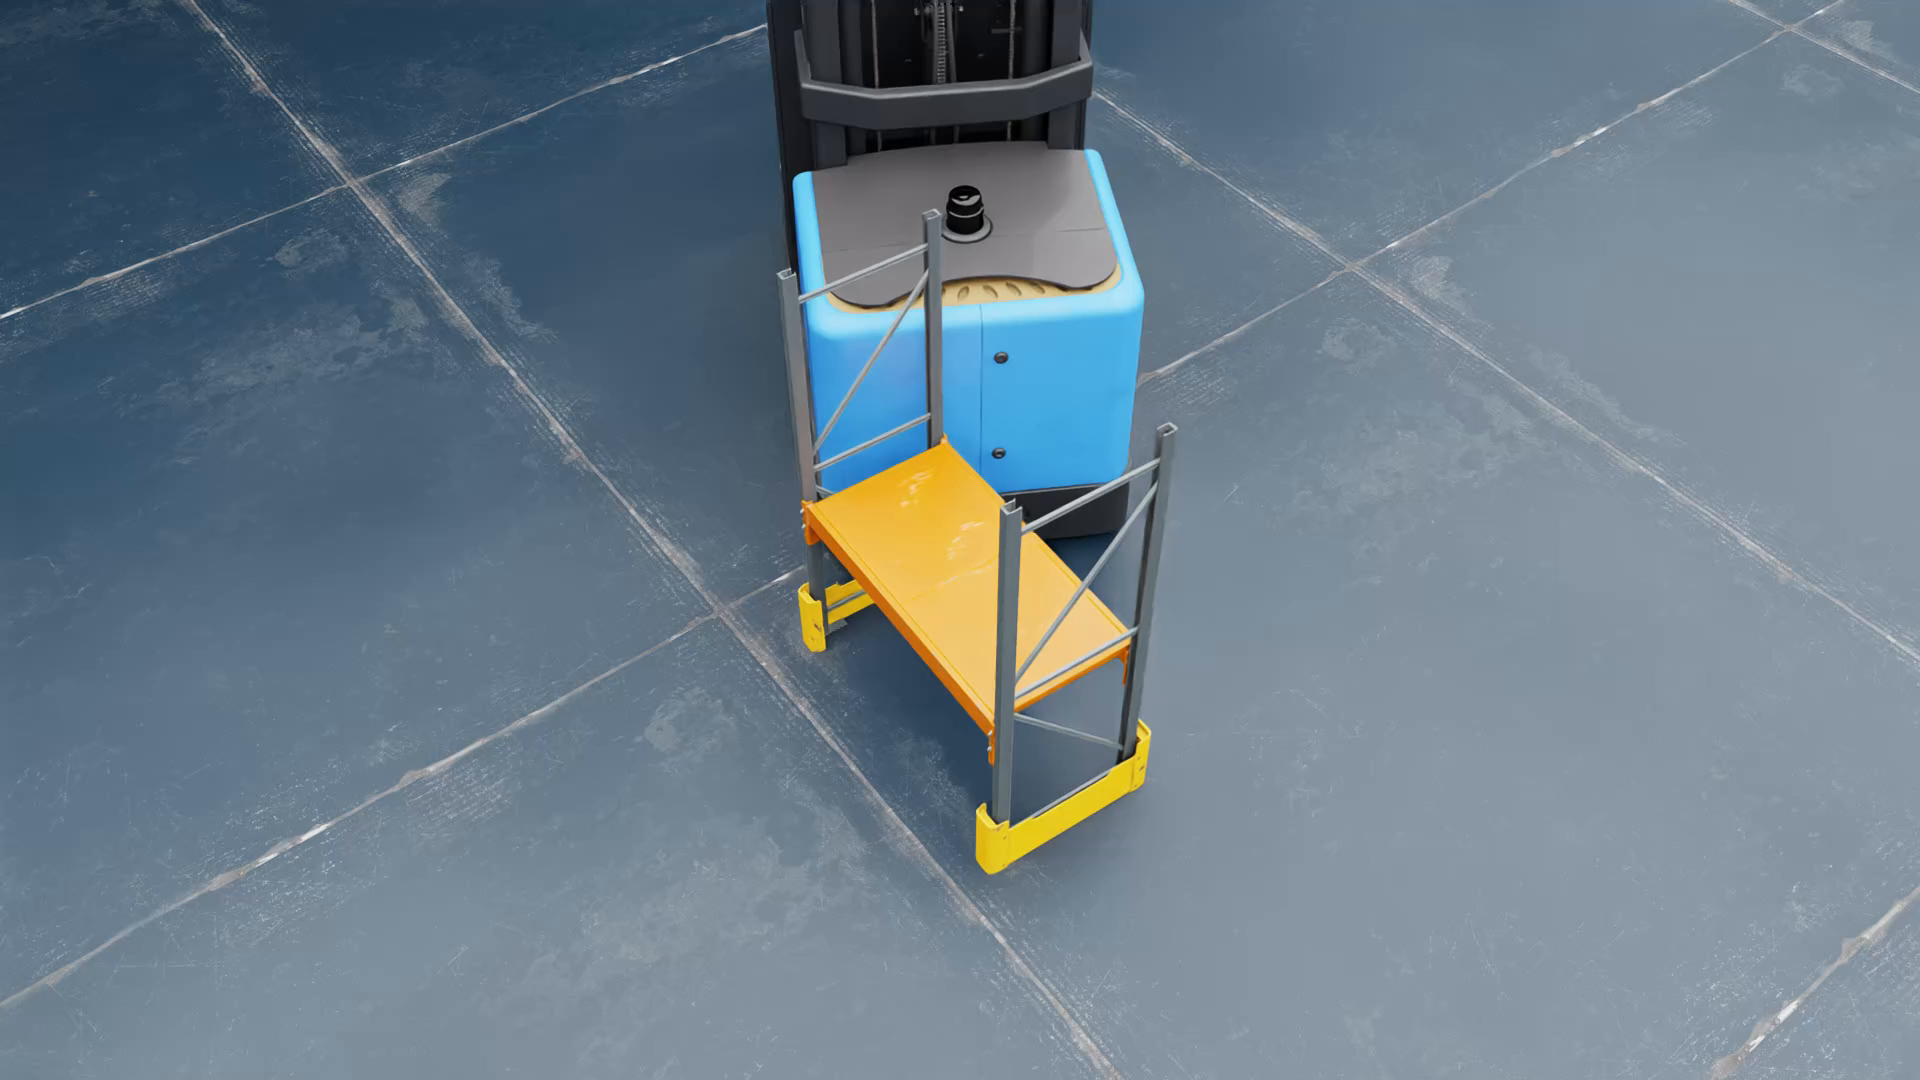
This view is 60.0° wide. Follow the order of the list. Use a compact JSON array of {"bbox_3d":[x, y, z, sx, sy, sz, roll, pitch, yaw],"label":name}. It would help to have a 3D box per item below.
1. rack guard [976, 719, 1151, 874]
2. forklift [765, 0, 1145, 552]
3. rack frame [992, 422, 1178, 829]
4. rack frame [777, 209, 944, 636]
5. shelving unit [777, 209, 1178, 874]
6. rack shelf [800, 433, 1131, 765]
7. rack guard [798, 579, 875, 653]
[{"bbox_3d":[0.305,0.752,4.899,0.587,0.250,0.087,-27,53,-22],"label":"rack guard"},{"bbox_3d":[-0.134,-2.028,5.610,1.130,2.935,3.031,-6,48,-5],"label":"forklift"},{"bbox_3d":[0.306,0.333,4.435,0.500,1.500,0.032,-27,53,-22],"label":"rack frame"},{"bbox_3d":[-0.266,-0.290,5.000,0.500,1.500,0.032,-27,53,-22],"label":"rack frame"},{"bbox_3d":[0.025,0.028,4.713,0.587,1.500,1.083,-27,53,-22],"label":"shelving unit"},{"bbox_3d":[0.020,0.143,4.851,0.538,0.185,1.000,-27,53,-22],"label":"rack shelf"},{"bbox_3d":[-0.255,0.142,5.452,0.587,0.250,0.087,-27,53,-22],"label":"rack guard"}]
